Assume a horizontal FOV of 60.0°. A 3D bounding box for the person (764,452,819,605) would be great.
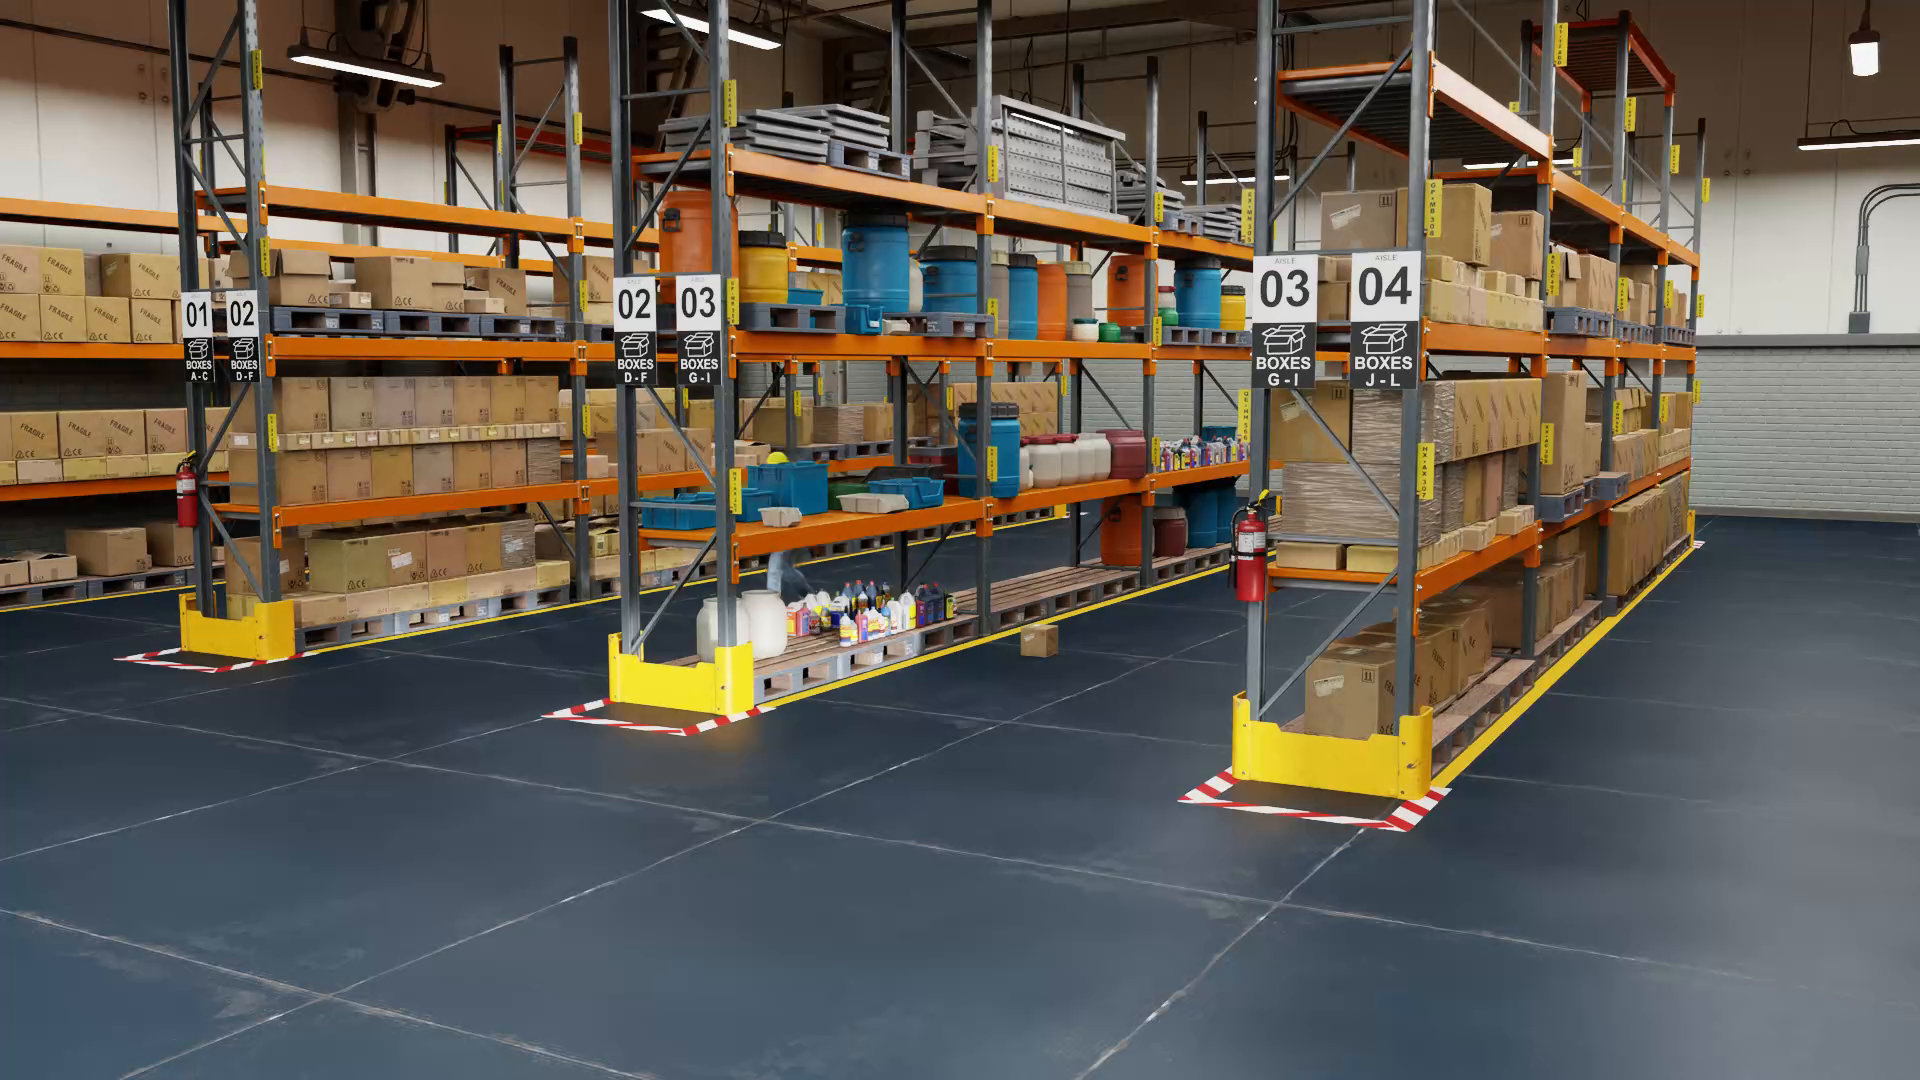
[{"bbox_3d":[-1.779,-0.040,16.614,0.627,1.691,1.150,4,7,37],"label":"person"}]
